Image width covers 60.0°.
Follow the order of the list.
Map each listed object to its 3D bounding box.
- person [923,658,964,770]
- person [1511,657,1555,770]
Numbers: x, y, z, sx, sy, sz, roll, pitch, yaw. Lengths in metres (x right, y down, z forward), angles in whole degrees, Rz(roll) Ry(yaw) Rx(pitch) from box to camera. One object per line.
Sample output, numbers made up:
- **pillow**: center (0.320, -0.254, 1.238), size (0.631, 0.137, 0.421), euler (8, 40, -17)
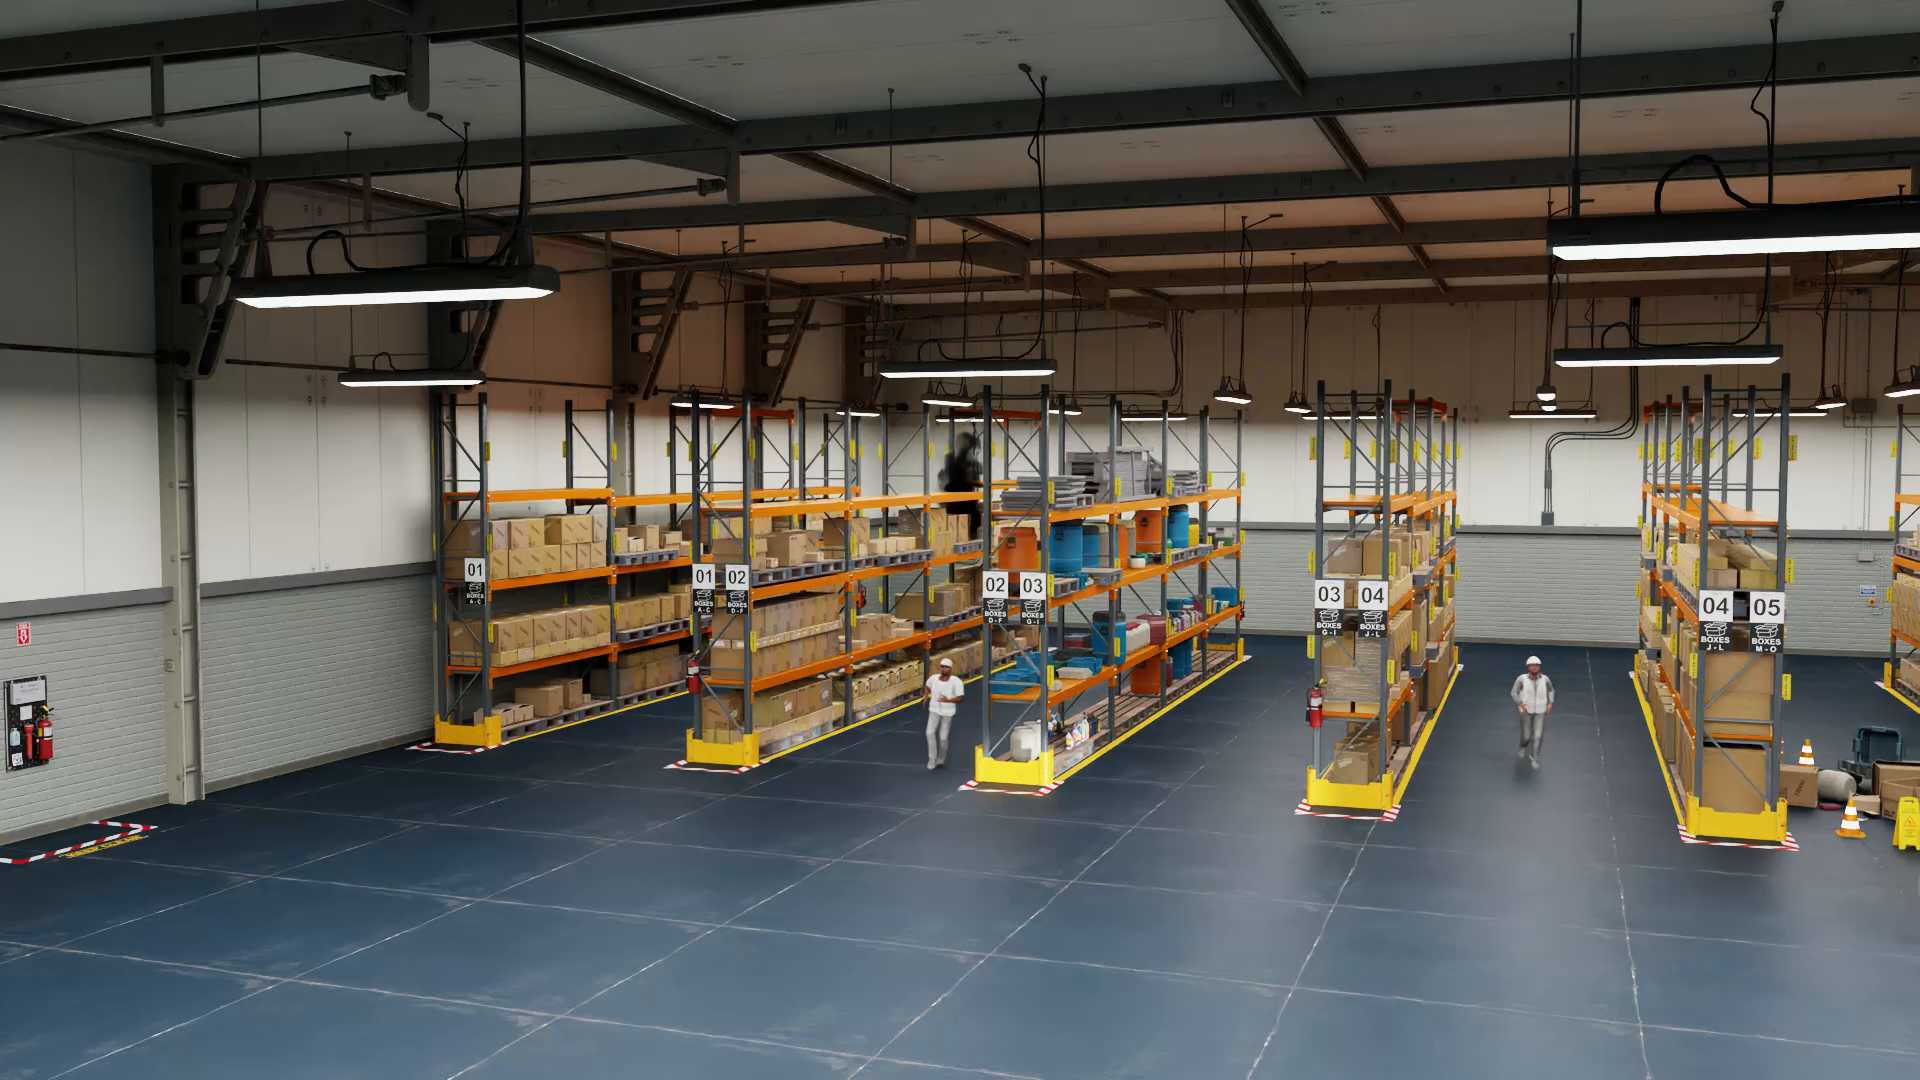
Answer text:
- **person**: center (-0.271, 2.742, 26.232), size (0.687, 1.771, 0.690), euler (0, 3, 9)
- **person**: center (9.124, 2.726, 26.473), size (0.684, 1.763, 0.701), euler (0, 3, 9)
